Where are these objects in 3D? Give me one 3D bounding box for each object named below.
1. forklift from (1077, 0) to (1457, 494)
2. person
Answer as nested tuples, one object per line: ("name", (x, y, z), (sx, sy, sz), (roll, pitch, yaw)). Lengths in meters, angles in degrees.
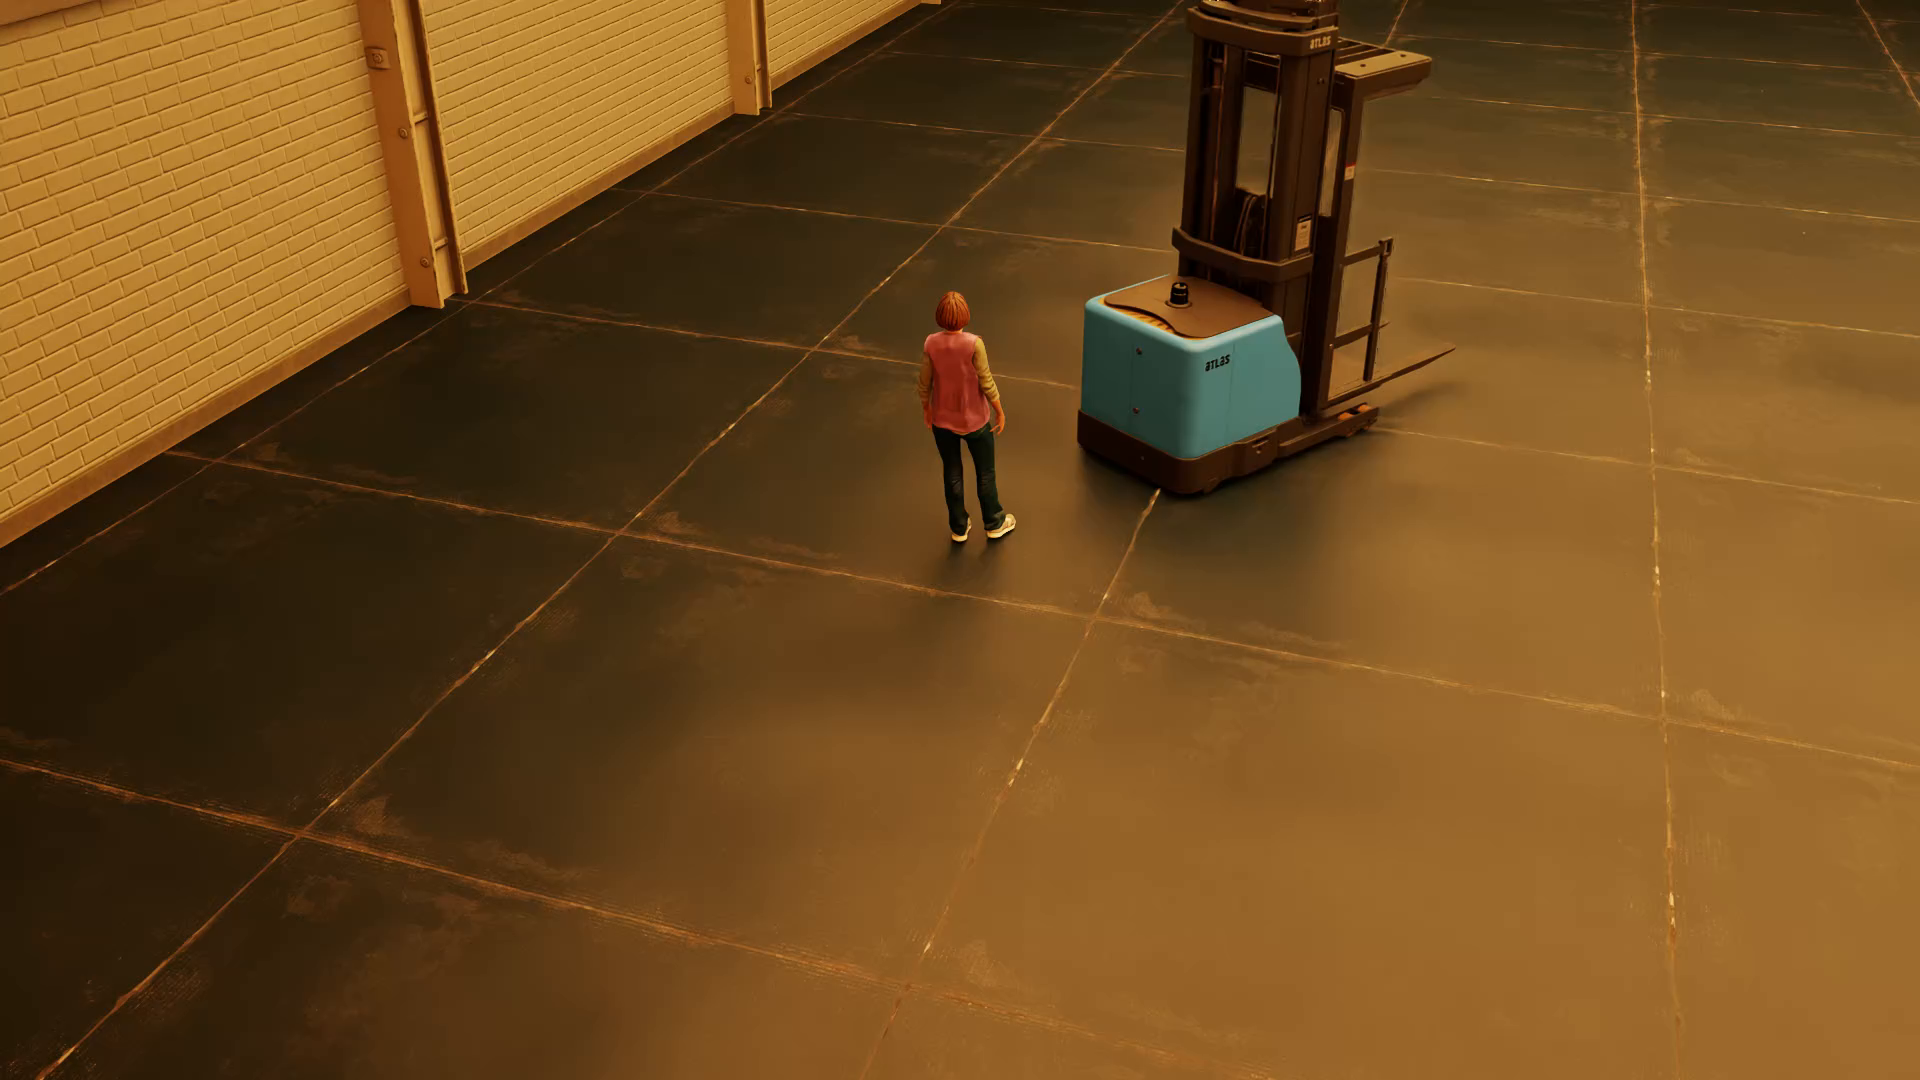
("forklift", (2.245, -2.153, 10.912), (3.031, 2.935, 1.130), (-22, 36, -33))
("person", (0.037, -0.732, 9.754), (0.520, 1.596, 0.475), (10, 31, 16))
